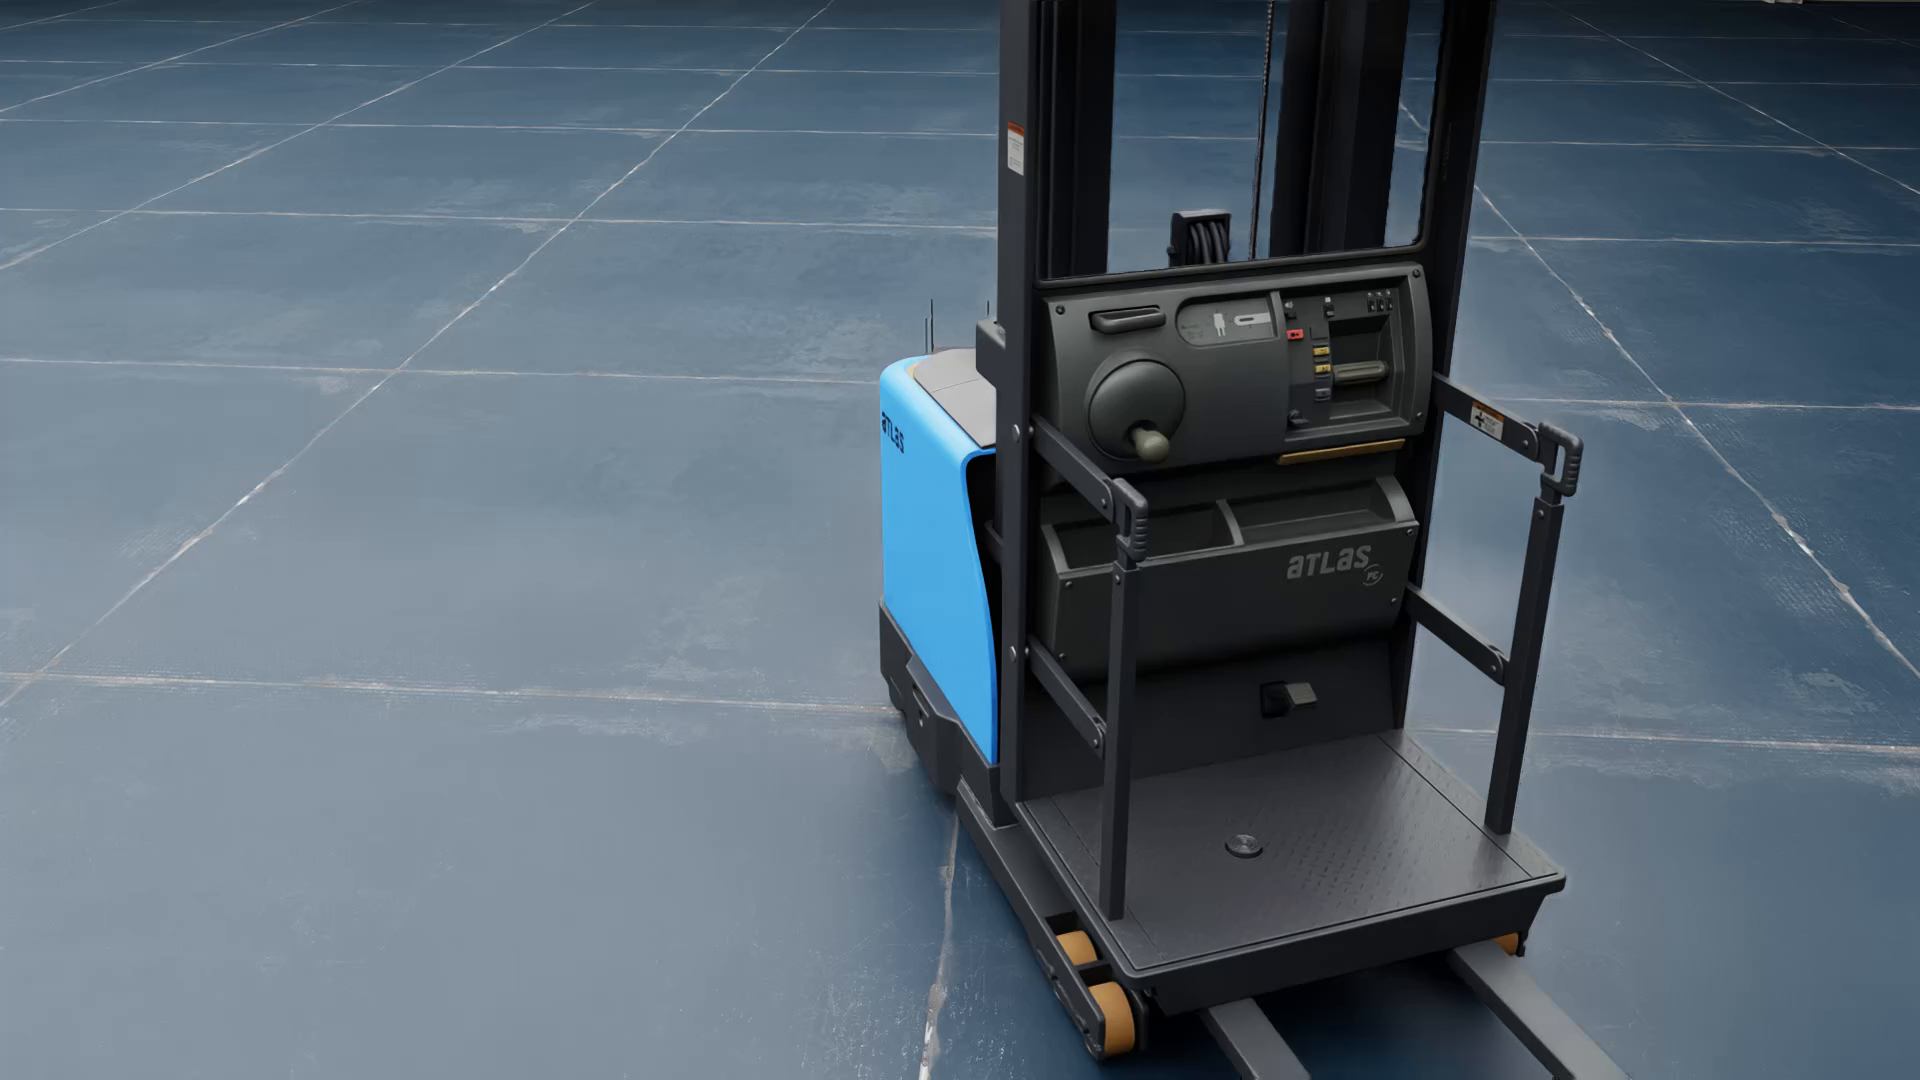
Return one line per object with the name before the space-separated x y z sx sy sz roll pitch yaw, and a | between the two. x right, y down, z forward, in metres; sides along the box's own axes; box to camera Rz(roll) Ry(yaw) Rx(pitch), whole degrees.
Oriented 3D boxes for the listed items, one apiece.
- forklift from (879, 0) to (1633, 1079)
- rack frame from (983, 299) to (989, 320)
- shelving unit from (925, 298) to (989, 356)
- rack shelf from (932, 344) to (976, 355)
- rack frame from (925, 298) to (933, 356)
forklift | 0.710 -0.363 3.533 1.130 2.935 3.031 -8 26 -17
rack frame | 0.093 -0.406 6.055 0.006 0.900 0.240 2 25 4
shelving unit | -0.008 -0.409 6.062 0.210 0.900 0.258 2 25 4
rack shelf | -0.008 -0.624 5.964 0.200 0.077 0.258 2 25 4
rack frame | -0.109 -0.412 6.070 0.006 0.900 0.240 2 25 4
